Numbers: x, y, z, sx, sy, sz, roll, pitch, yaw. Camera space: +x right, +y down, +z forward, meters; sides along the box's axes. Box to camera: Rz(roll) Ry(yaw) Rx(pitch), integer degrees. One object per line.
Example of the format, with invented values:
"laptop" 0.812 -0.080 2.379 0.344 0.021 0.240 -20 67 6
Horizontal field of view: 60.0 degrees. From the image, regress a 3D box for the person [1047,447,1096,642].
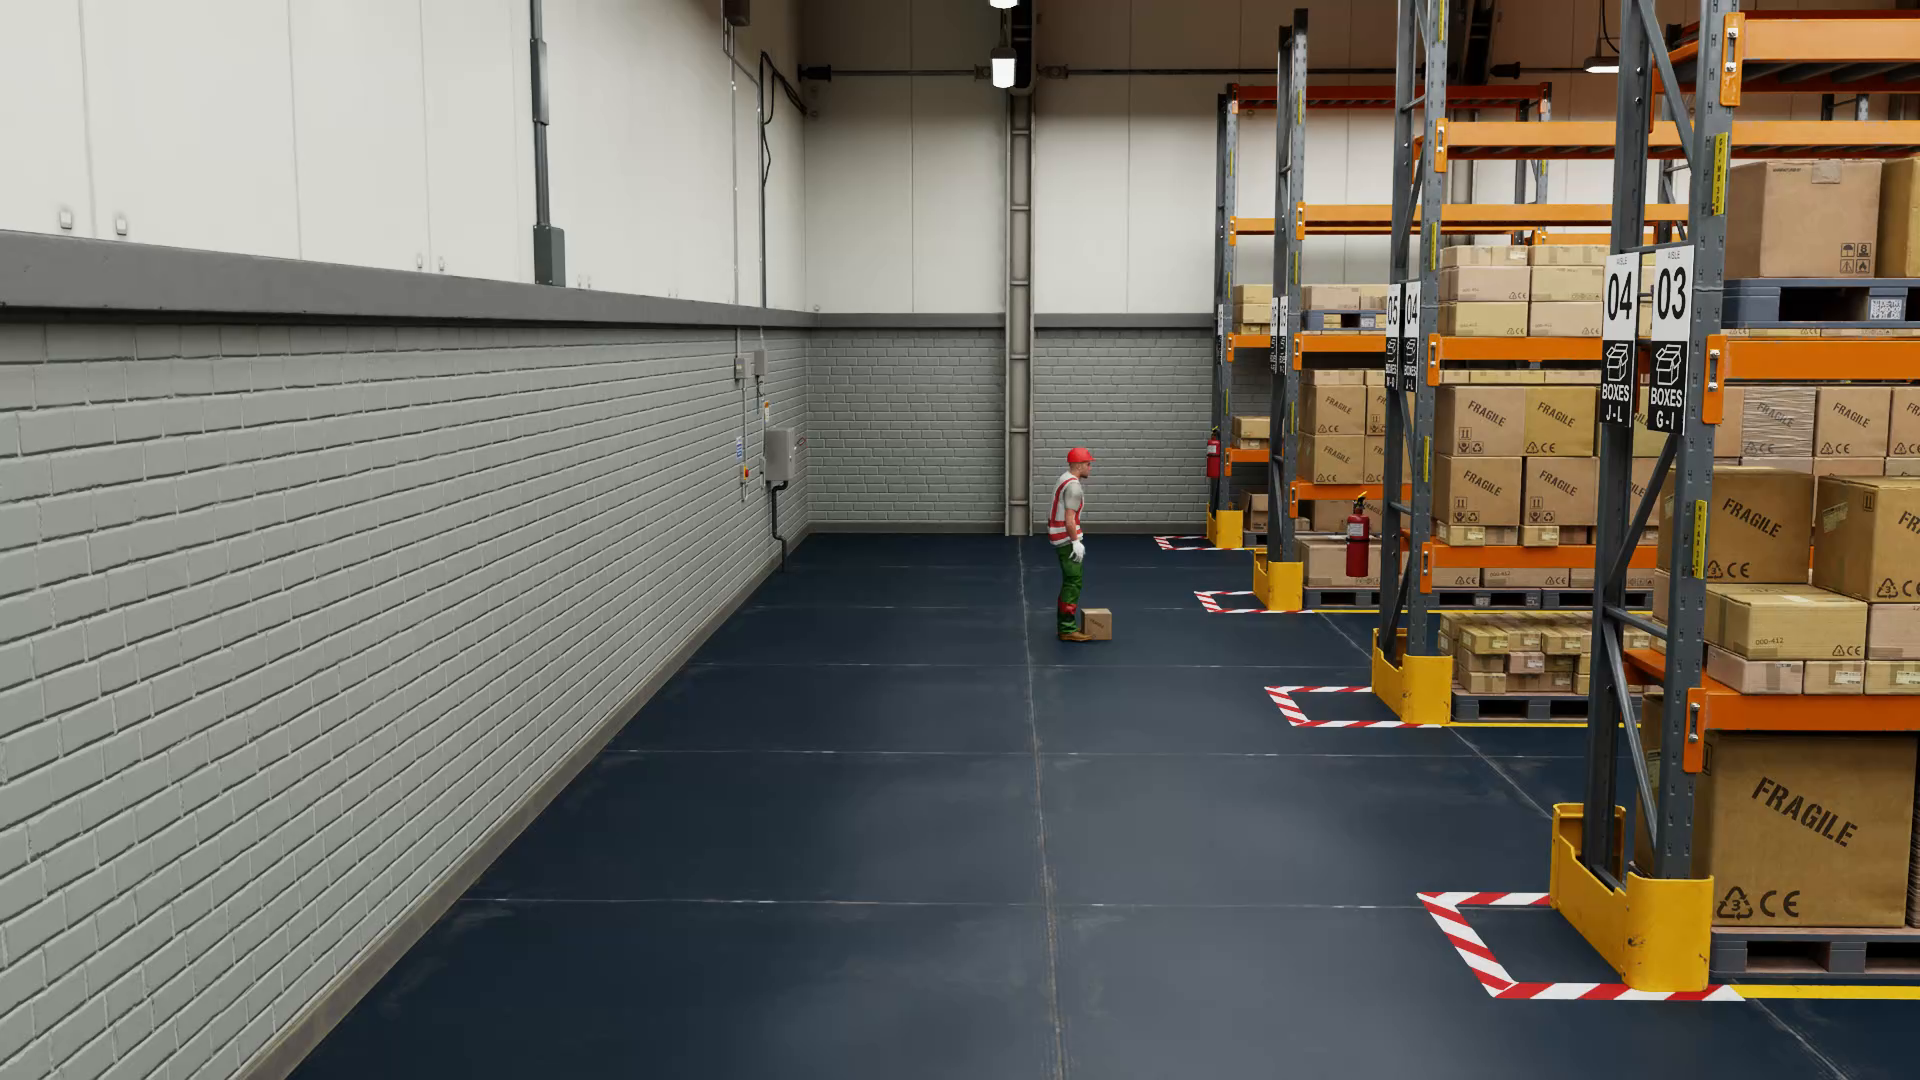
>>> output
"person" 1.046 0.028 15.483 0.453 1.778 0.616 0 7 -2
